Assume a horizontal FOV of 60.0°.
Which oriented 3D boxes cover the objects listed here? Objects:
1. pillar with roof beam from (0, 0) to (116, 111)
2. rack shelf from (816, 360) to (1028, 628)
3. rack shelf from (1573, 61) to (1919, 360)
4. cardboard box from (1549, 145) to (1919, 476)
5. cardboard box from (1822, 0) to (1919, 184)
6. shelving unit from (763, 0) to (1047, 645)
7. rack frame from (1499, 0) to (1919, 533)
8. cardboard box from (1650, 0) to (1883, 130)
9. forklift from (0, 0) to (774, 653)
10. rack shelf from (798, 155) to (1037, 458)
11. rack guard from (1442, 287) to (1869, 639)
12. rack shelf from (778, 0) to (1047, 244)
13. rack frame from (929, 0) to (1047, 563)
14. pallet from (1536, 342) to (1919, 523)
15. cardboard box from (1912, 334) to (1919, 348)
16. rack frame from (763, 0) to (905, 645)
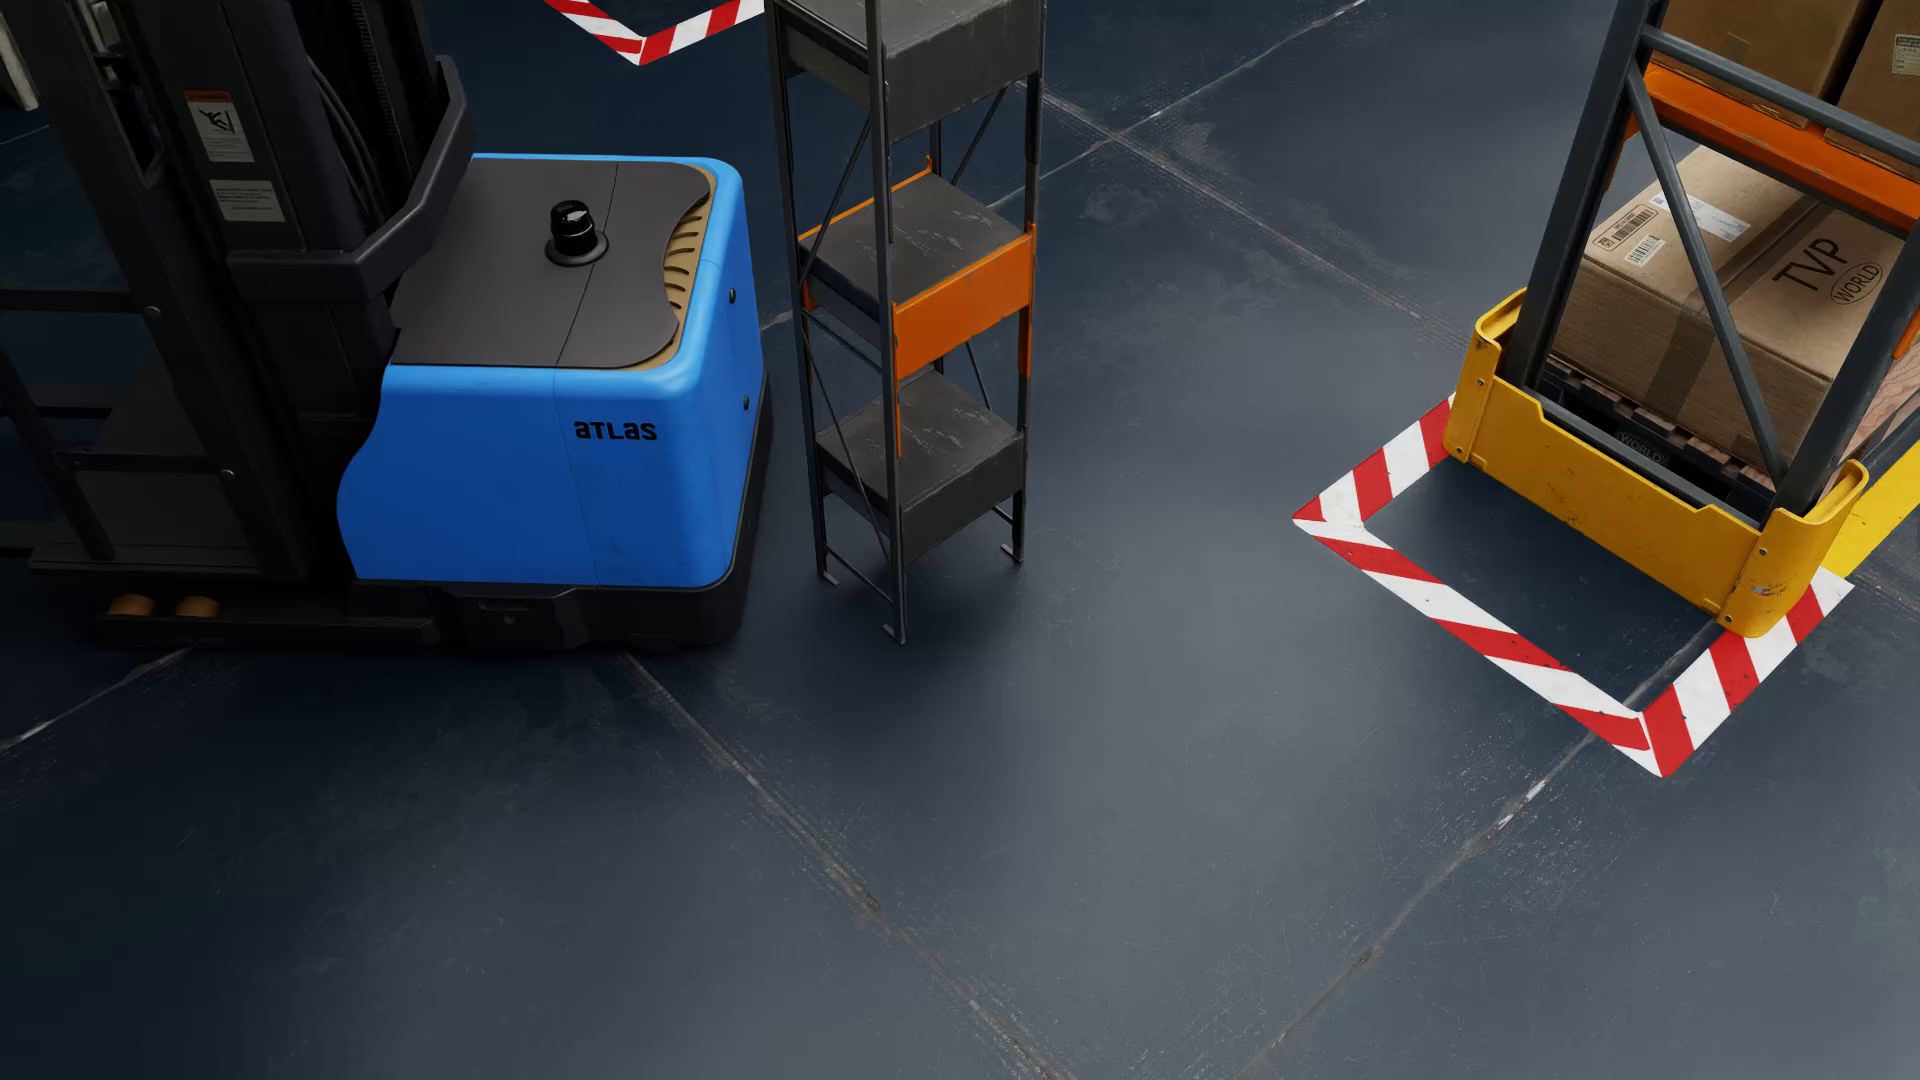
[{"bbox_3d":[-0.930,-2.665,1.586,0.400,9.000,9.100,-34,56,-27],"label":"pillar with roof beam"},{"bbox_3d":[-0.122,-0.146,4.927,0.480,0.518,0.431,-34,56,-27],"label":"rack shelf"},{"bbox_3d":[3.597,-1.862,5.417,4.000,0.370,1.077,-34,56,-27],"label":"rack shelf"},{"bbox_3d":[2.539,-0.771,5.378,0.875,0.438,0.875,-36,57,-28],"label":"cardboard box"},{"bbox_3d":[2.666,-1.232,4.278,0.500,0.500,0.500,-34,56,-27],"label":"cardboard box"},{"bbox_3d":[-0.122,-0.630,4.403,0.503,2.100,0.431,-34,56,-27],"label":"shelving unit"},{"bbox_3d":[2.118,-1.117,4.240,0.127,3.000,1.000,-34,56,-27],"label":"rack frame"},{"bbox_3d":[2.296,-1.533,4.556,0.500,0.500,0.500,-33,56,-27],"label":"cardboard box"},{"bbox_3d":[-2.145,-1.060,4.234,3.031,2.935,1.130,2,47,1],"label":"forklift"},{"bbox_3d":[-0.122,-0.621,4.413,0.480,0.518,0.431,-34,56,-27],"label":"rack shelf"},{"bbox_3d":[2.100,-0.258,5.147,0.348,0.500,1.175,-34,56,-27],"label":"rack guard"},{"bbox_3d":[-0.122,-1.096,3.898,0.480,0.518,0.431,-34,56,-27],"label":"rack shelf"},{"bbox_3d":[0.058,-0.751,4.514,0.015,2.100,0.400,-34,56,-27],"label":"rack frame"},{"bbox_3d":[2.656,-0.609,5.669,1.213,0.211,1.003,-34,56,-27],"label":"pallet"},{"bbox_3d":[3.210,-1.228,5.800,0.875,0.438,0.875,-32,55,-26],"label":"cardboard box"},{"bbox_3d":[-0.303,-0.510,4.292,0.015,2.100,0.400,-34,56,-27],"label":"rack frame"}]
